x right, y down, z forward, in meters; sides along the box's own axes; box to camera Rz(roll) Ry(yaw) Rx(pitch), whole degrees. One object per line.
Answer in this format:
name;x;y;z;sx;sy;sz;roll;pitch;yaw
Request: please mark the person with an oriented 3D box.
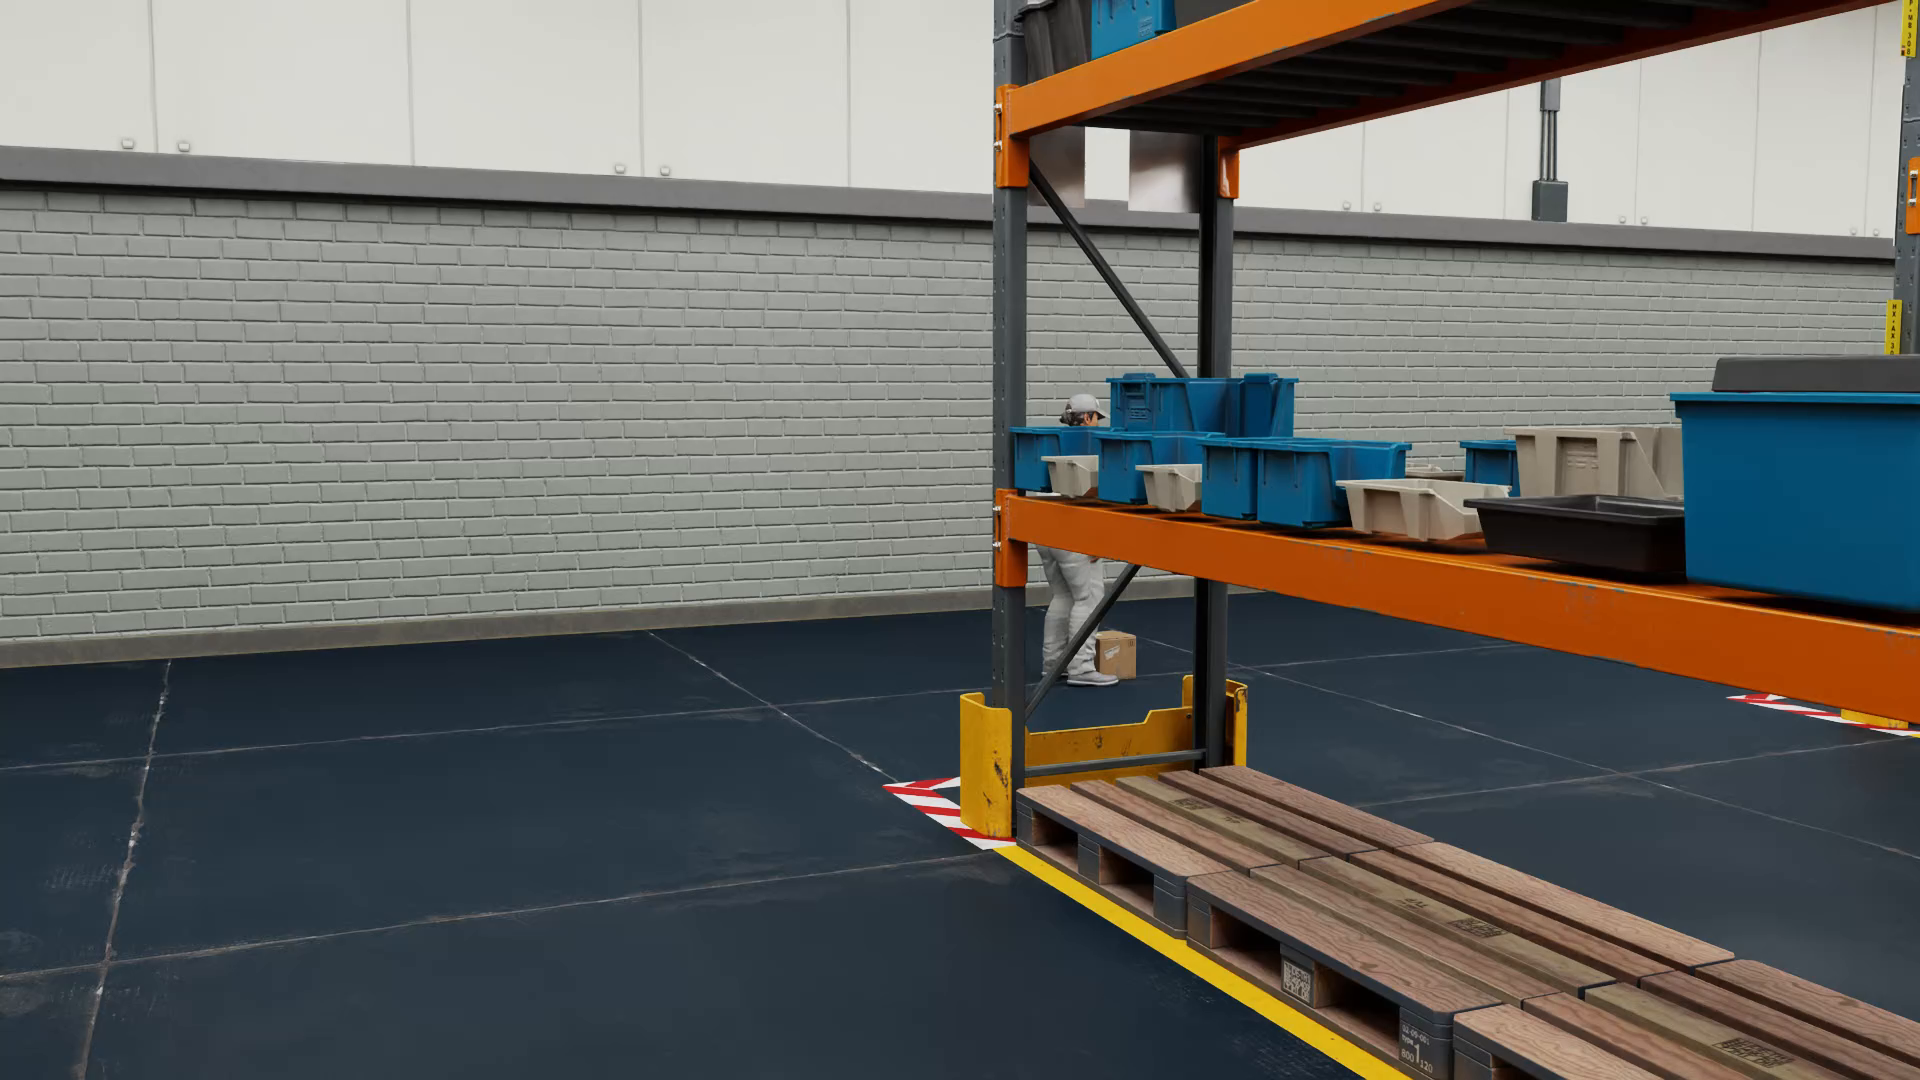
person;0.667;-0.013;9.607;0.469;1.665;0.537;-2;6;-23
